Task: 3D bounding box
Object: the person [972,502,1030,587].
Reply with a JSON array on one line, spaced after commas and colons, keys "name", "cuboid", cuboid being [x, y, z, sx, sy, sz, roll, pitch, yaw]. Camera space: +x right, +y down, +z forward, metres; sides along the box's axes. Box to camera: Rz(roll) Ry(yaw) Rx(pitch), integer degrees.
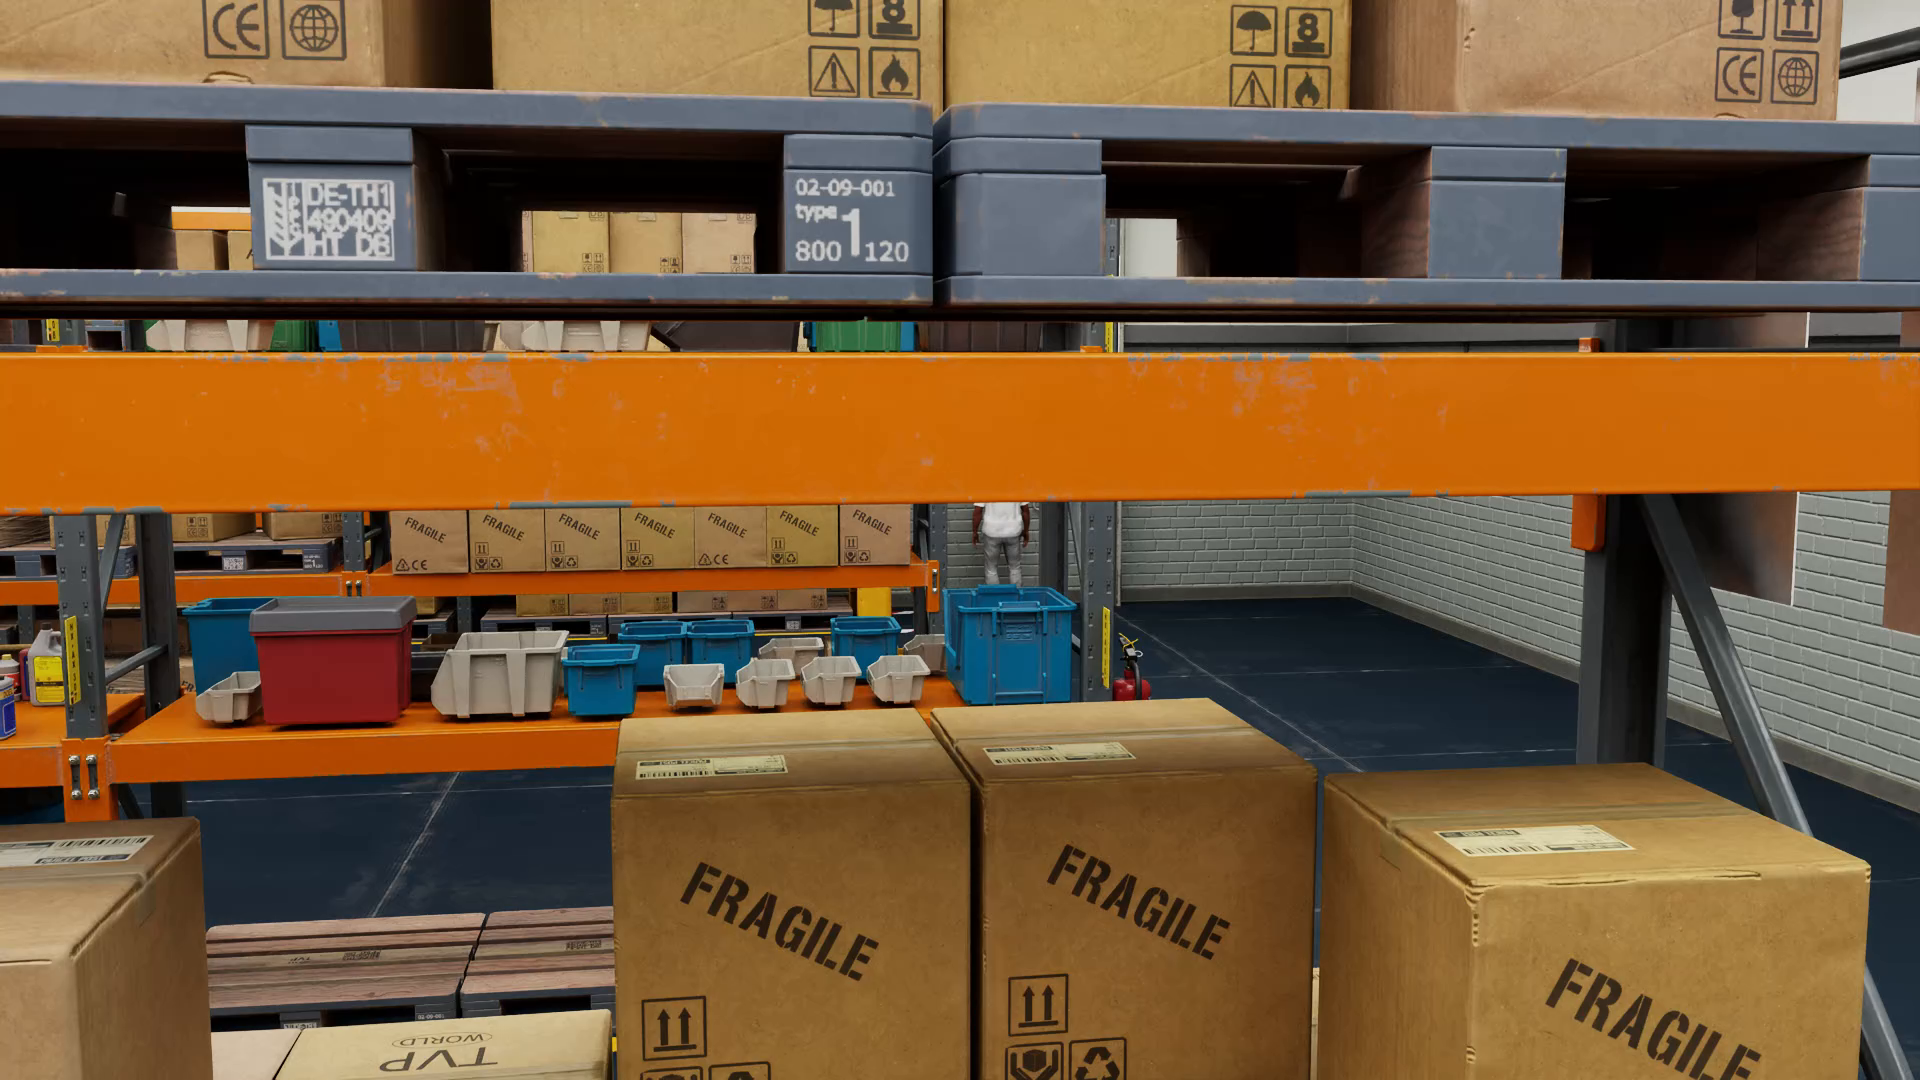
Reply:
[{"name": "person", "cuboid": [0.440, -0.079, 17.832, 0.638, 1.761, 0.458, -1, 7, -11]}]
